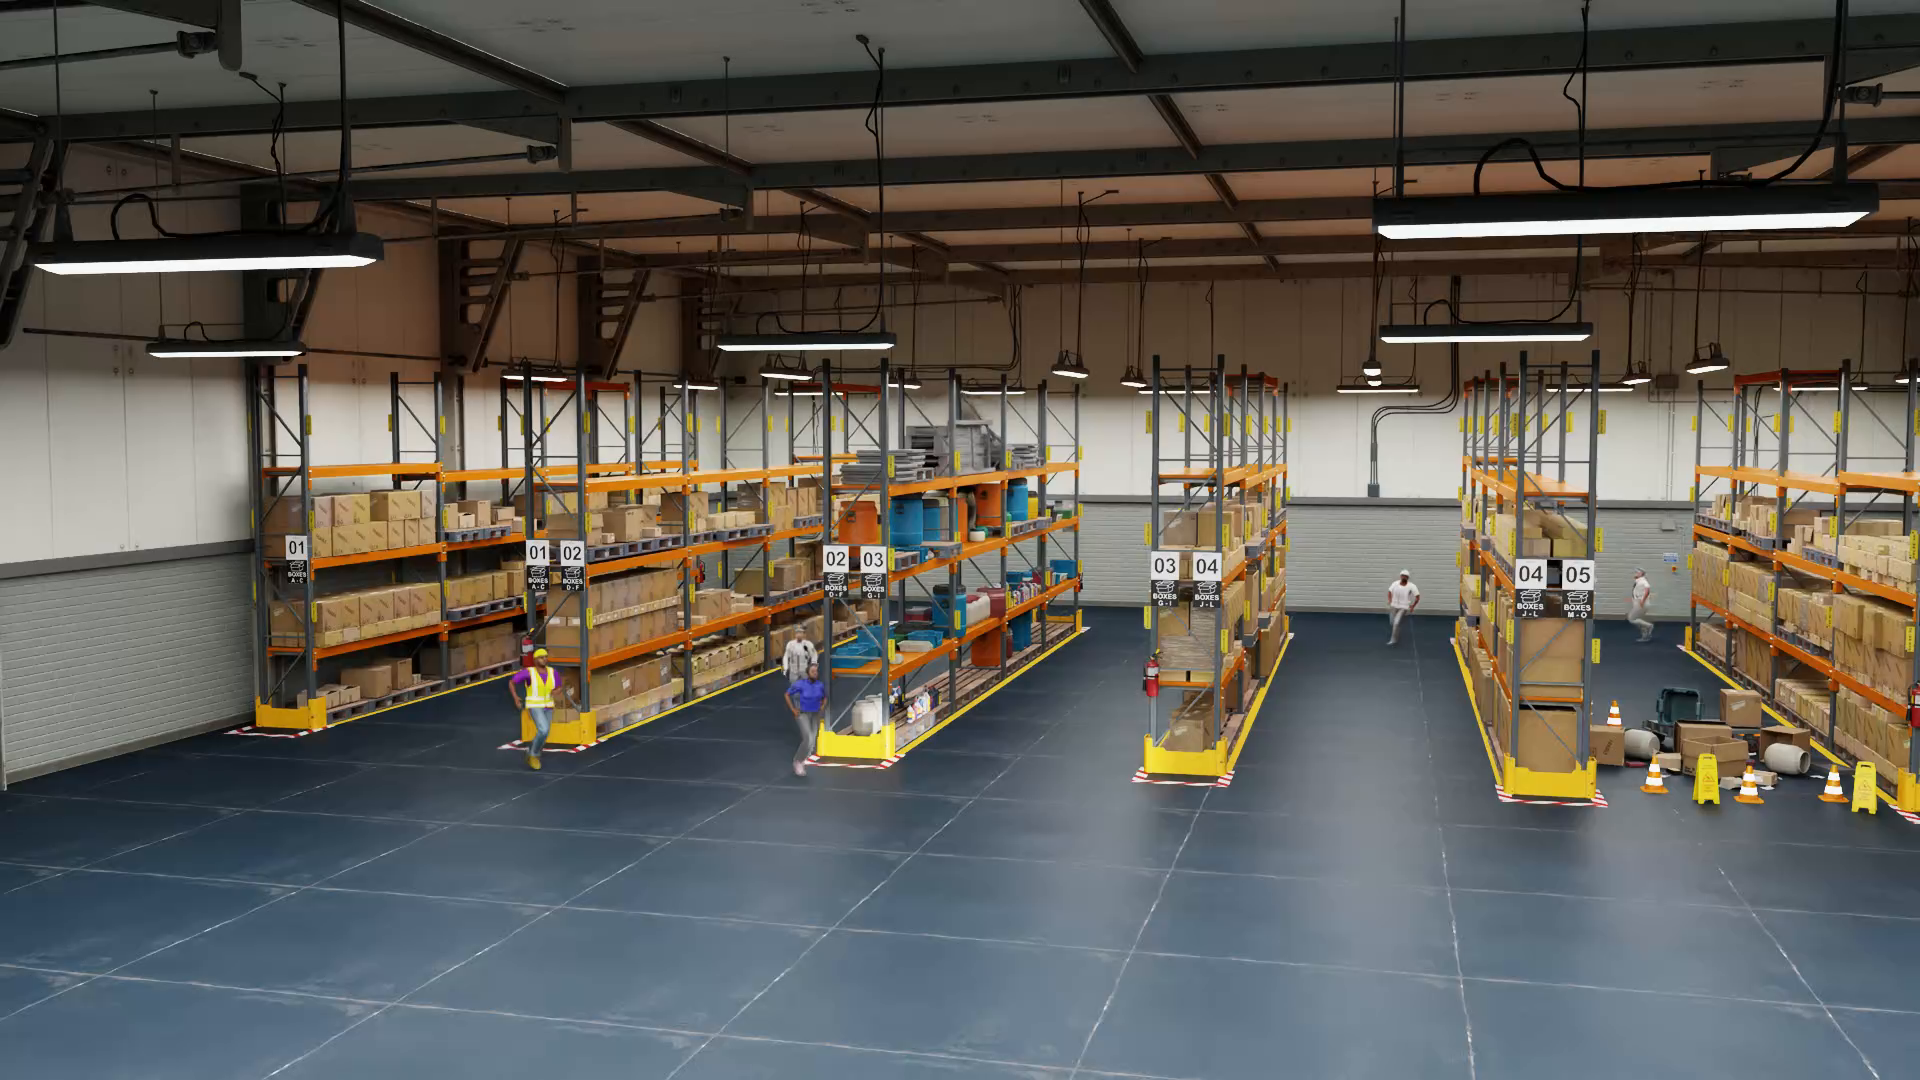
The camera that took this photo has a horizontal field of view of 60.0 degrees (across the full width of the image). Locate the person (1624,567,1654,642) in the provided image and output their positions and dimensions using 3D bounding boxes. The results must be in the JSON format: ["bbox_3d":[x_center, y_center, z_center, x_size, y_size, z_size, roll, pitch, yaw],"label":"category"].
[{"bbox_3d":[15.728,1.487,38.500,0.656,1.747,0.696,2,4,23],"label":"person"}]

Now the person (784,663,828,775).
[{"bbox_3d":[-2.157,2.559,23.754,0.618,1.603,0.585,-3,5,-35],"label":"person"}]

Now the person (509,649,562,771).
[{"bbox_3d":[-6.121,2.441,24.270,0.659,1.714,0.691,3,5,41],"label":"person"}]

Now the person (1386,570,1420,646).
[{"bbox_3d":[10.096,1.536,37.898,0.760,1.731,0.724,3,5,35],"label":"person"}]

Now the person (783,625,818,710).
[{"bbox_3d":[-2.706,2.244,28.303,0.603,1.635,0.593,0,4,2],"label":"person"}]
